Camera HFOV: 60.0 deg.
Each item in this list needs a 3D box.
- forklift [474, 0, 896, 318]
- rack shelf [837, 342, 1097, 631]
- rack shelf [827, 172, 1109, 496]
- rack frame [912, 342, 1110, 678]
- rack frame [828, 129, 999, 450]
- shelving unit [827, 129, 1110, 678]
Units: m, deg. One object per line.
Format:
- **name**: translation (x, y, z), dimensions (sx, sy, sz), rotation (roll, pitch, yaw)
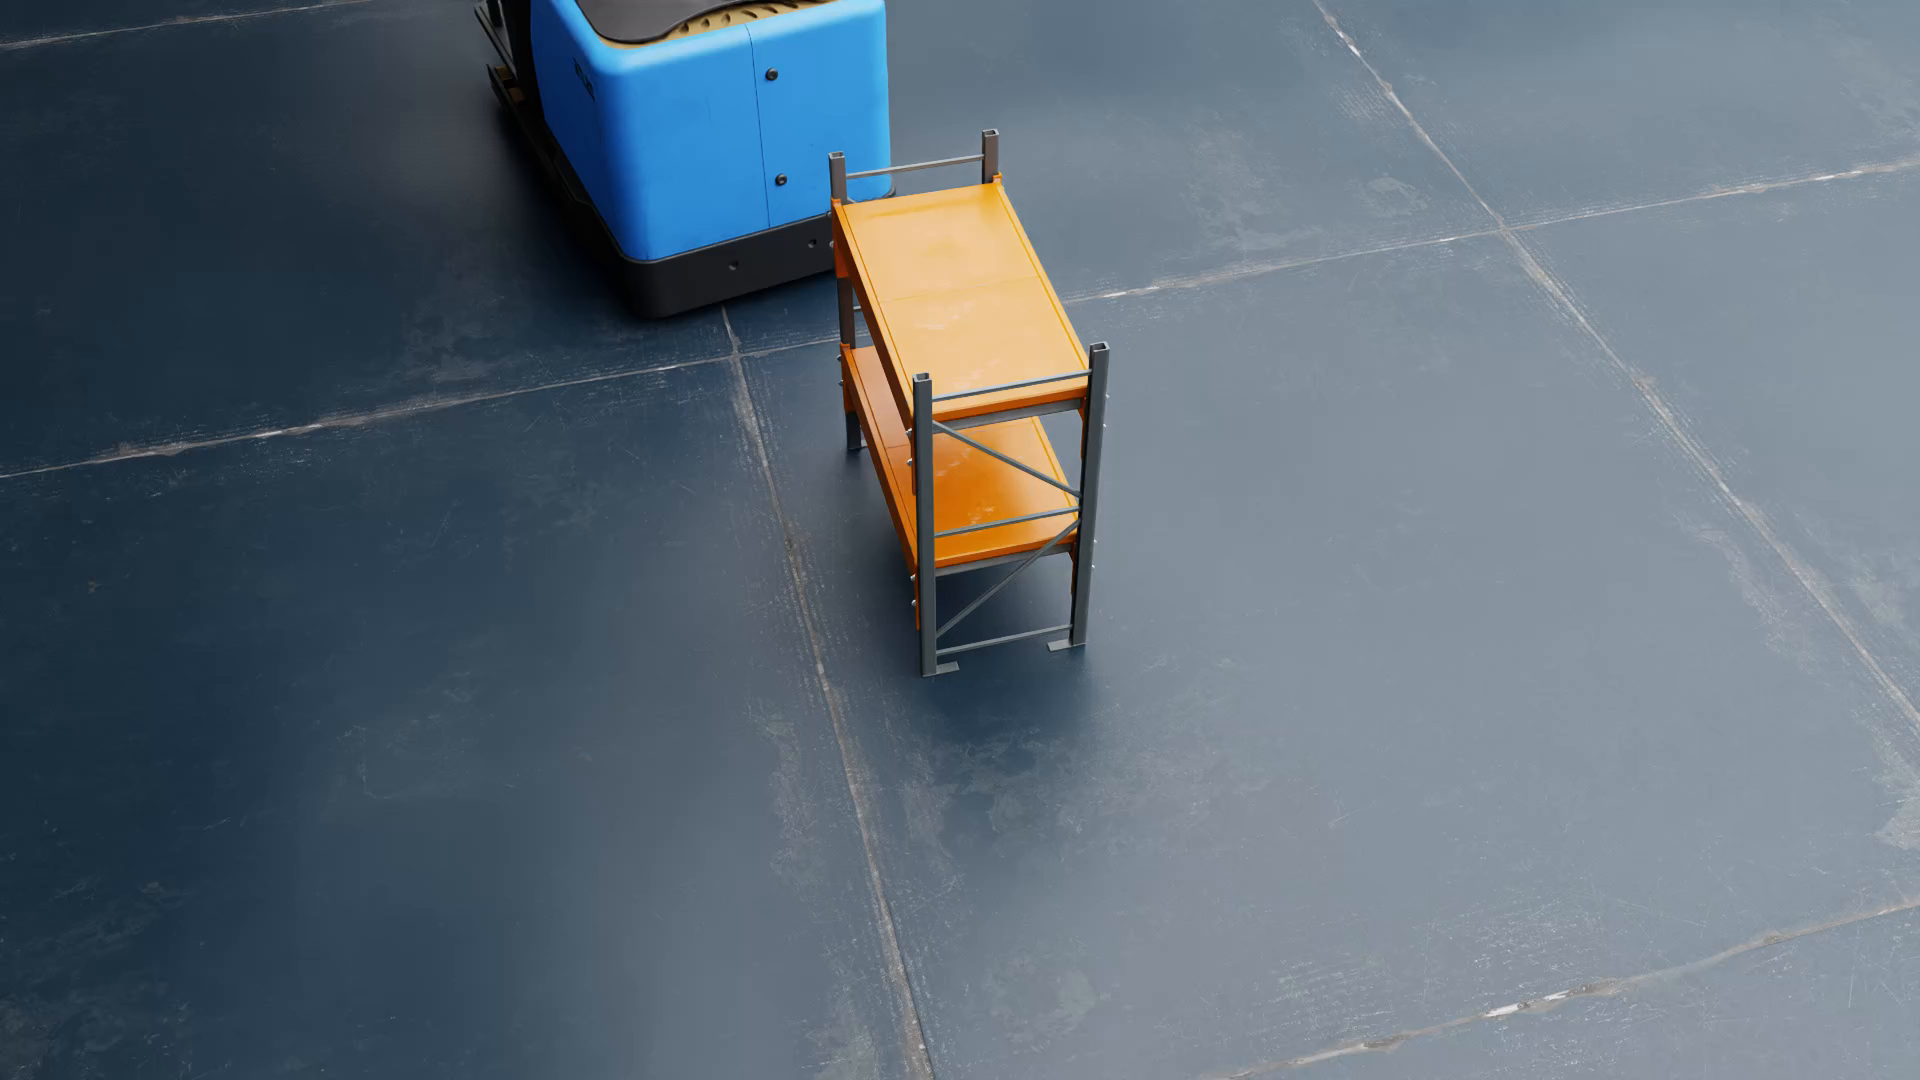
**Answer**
- **forklift**: translation (-1.337, -2.875, 6.015), dimensions (1.130, 2.935, 3.031), rotation (-19, 49, -18)
- **rack shelf**: translation (-0.002, -0.227, 5.027), dimensions (0.538, 0.278, 1.000), rotation (-11, 47, -10)
- **rack shelf**: translation (-0.002, -0.603, 4.644), dimensions (0.538, 0.278, 1.000), rotation (-11, 47, -10)
- **rack frame**: translation (0.128, -0.047, 4.509), dimensions (0.500, 1.125, 0.032), rotation (-11, 47, -10)
- **rack frame**: translation (-0.132, -0.749, 5.197), dimensions (0.500, 1.125, 0.032), rotation (-11, 47, -10)
- **shelving unit**: translation (-0.002, -0.398, 4.853), dimensions (0.538, 1.125, 1.048), rotation (-11, 47, -10)
